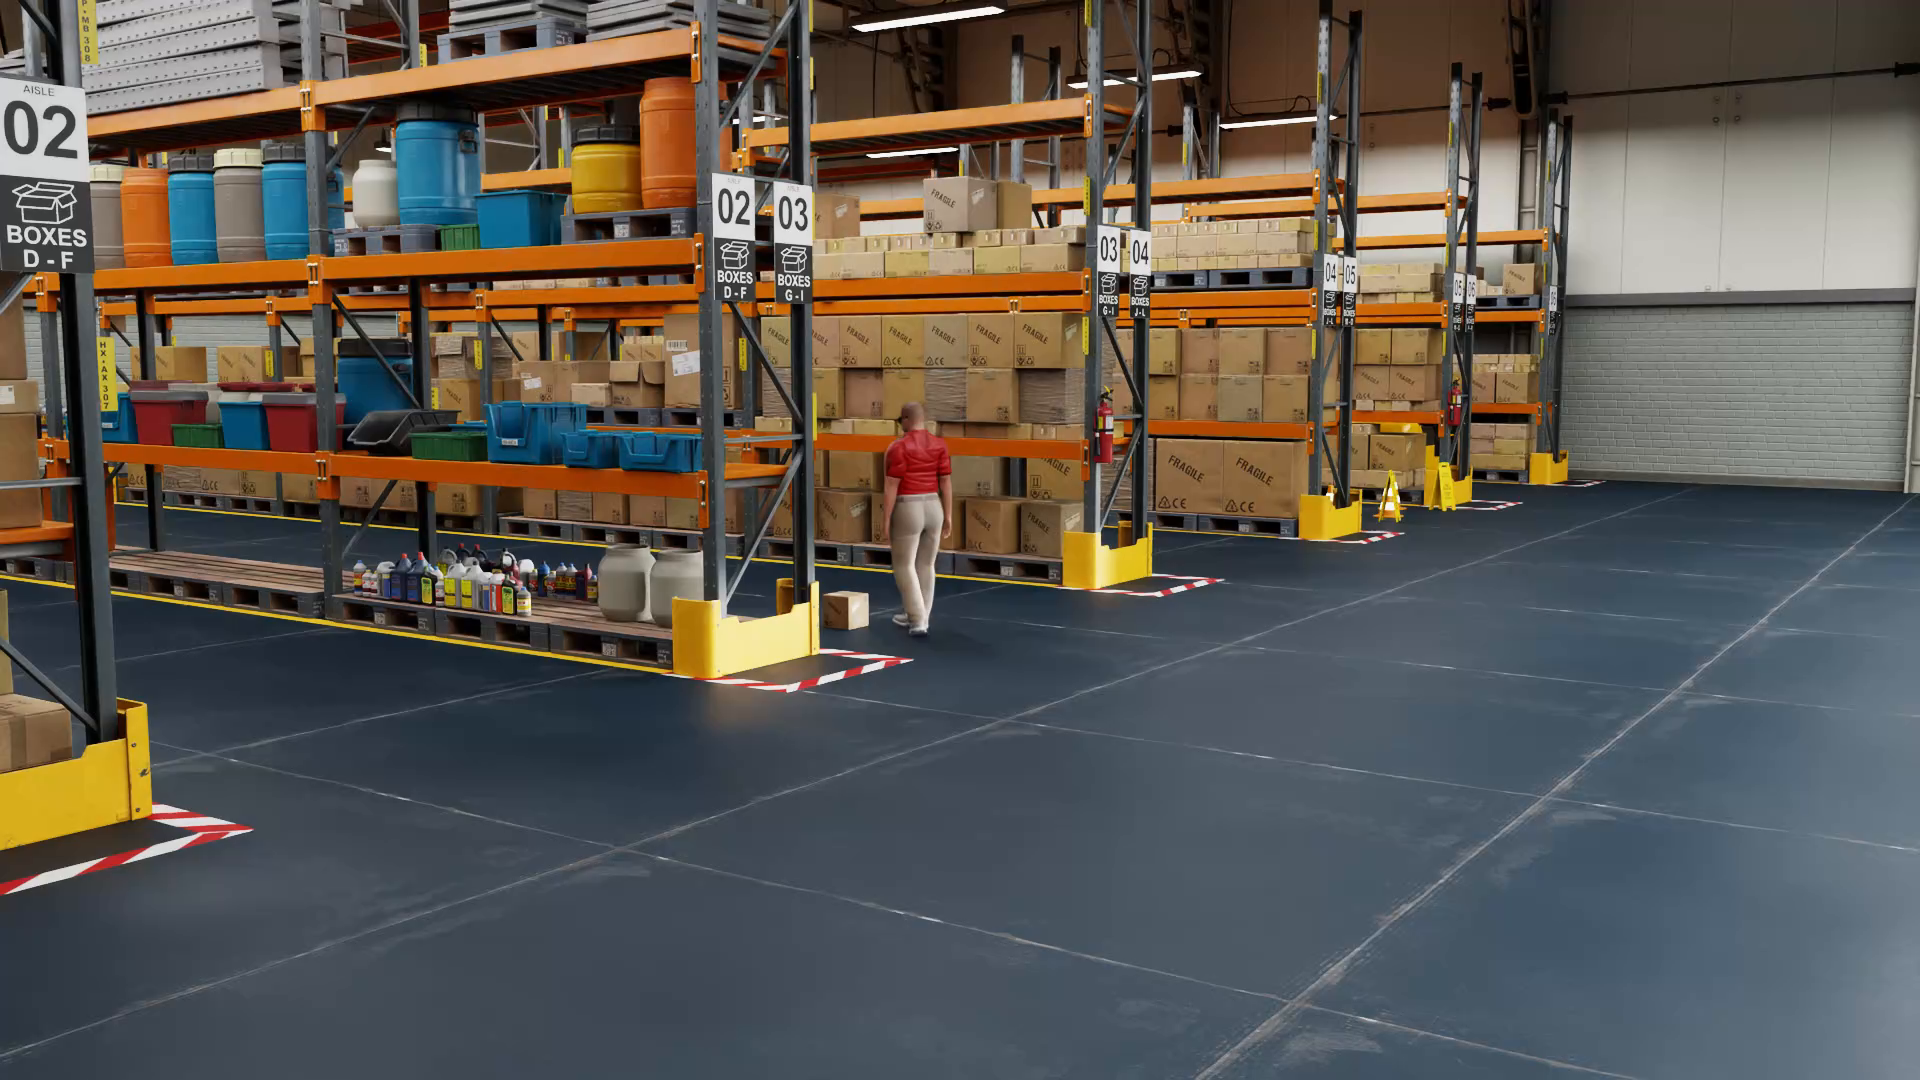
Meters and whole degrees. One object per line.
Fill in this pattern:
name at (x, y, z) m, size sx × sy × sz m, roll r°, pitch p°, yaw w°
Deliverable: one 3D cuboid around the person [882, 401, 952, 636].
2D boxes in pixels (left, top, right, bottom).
person at (-0.358, -0.164, 12.340) m, size 0.545 × 1.727 × 0.652 m, roll -4°, pitch 7°, yaw -32°
